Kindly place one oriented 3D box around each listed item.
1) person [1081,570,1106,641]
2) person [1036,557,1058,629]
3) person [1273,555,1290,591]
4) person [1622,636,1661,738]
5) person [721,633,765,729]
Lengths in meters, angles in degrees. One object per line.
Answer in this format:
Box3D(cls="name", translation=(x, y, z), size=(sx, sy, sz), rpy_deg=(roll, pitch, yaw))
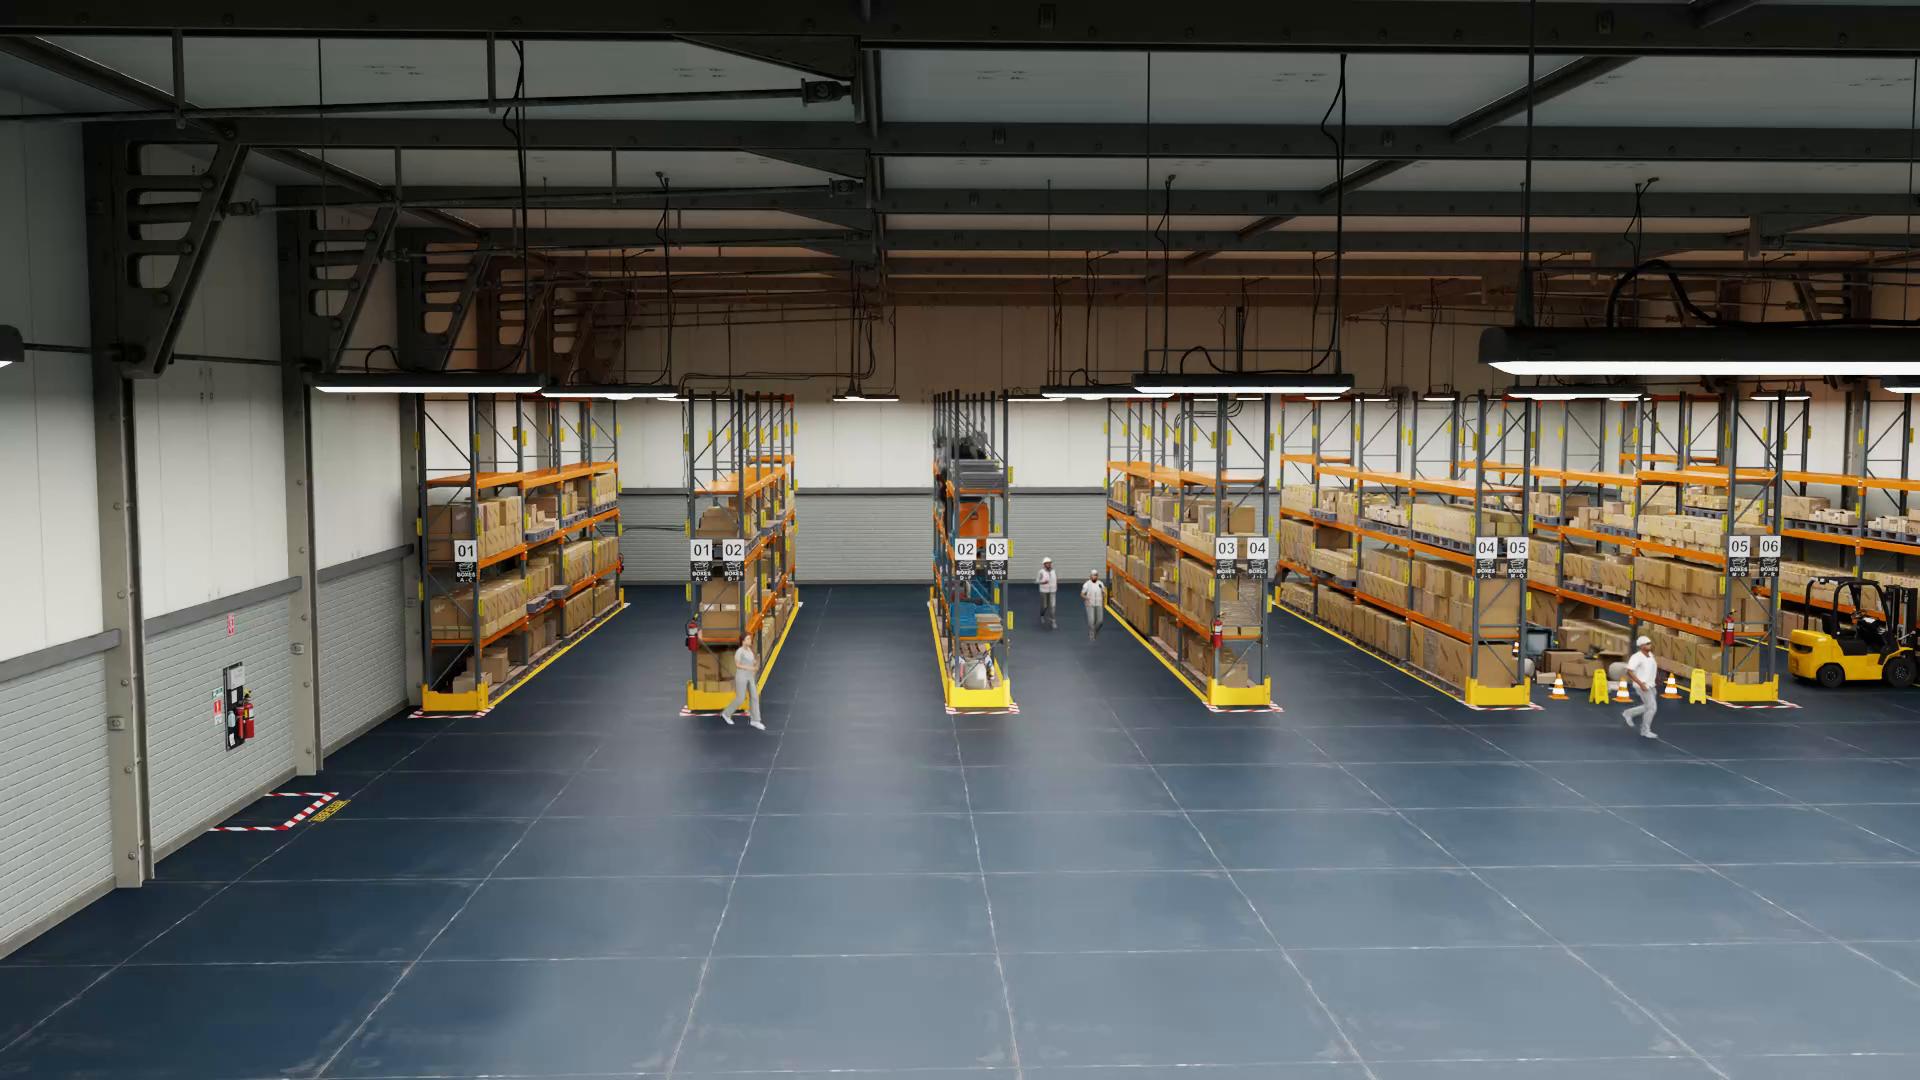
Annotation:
Box3D(cls="person", translation=(3.085, 1.522, 38.163), size=(0.602, 1.654, 0.534), rpy_deg=(-1, 5, -7))
Box3D(cls="person", translation=(2.250, 1.335, 42.670), size=(0.657, 1.777, 0.949), rpy_deg=(-1, 5, -15))
Box3D(cls="person", translation=(9.542, 0.907, 49.119), size=(0.581, 1.626, 0.739), rpy_deg=(0, 5, 0))
Box3D(cls="person", translation=(11.788, 2.521, 28.761), size=(0.693, 1.742, 0.649), rpy_deg=(-4, 6, -44))
Box3D(cls="person", translation=(-3.834, 2.481, 29.474), size=(0.854, 1.695, 0.583), rpy_deg=(2, 5, 26))
